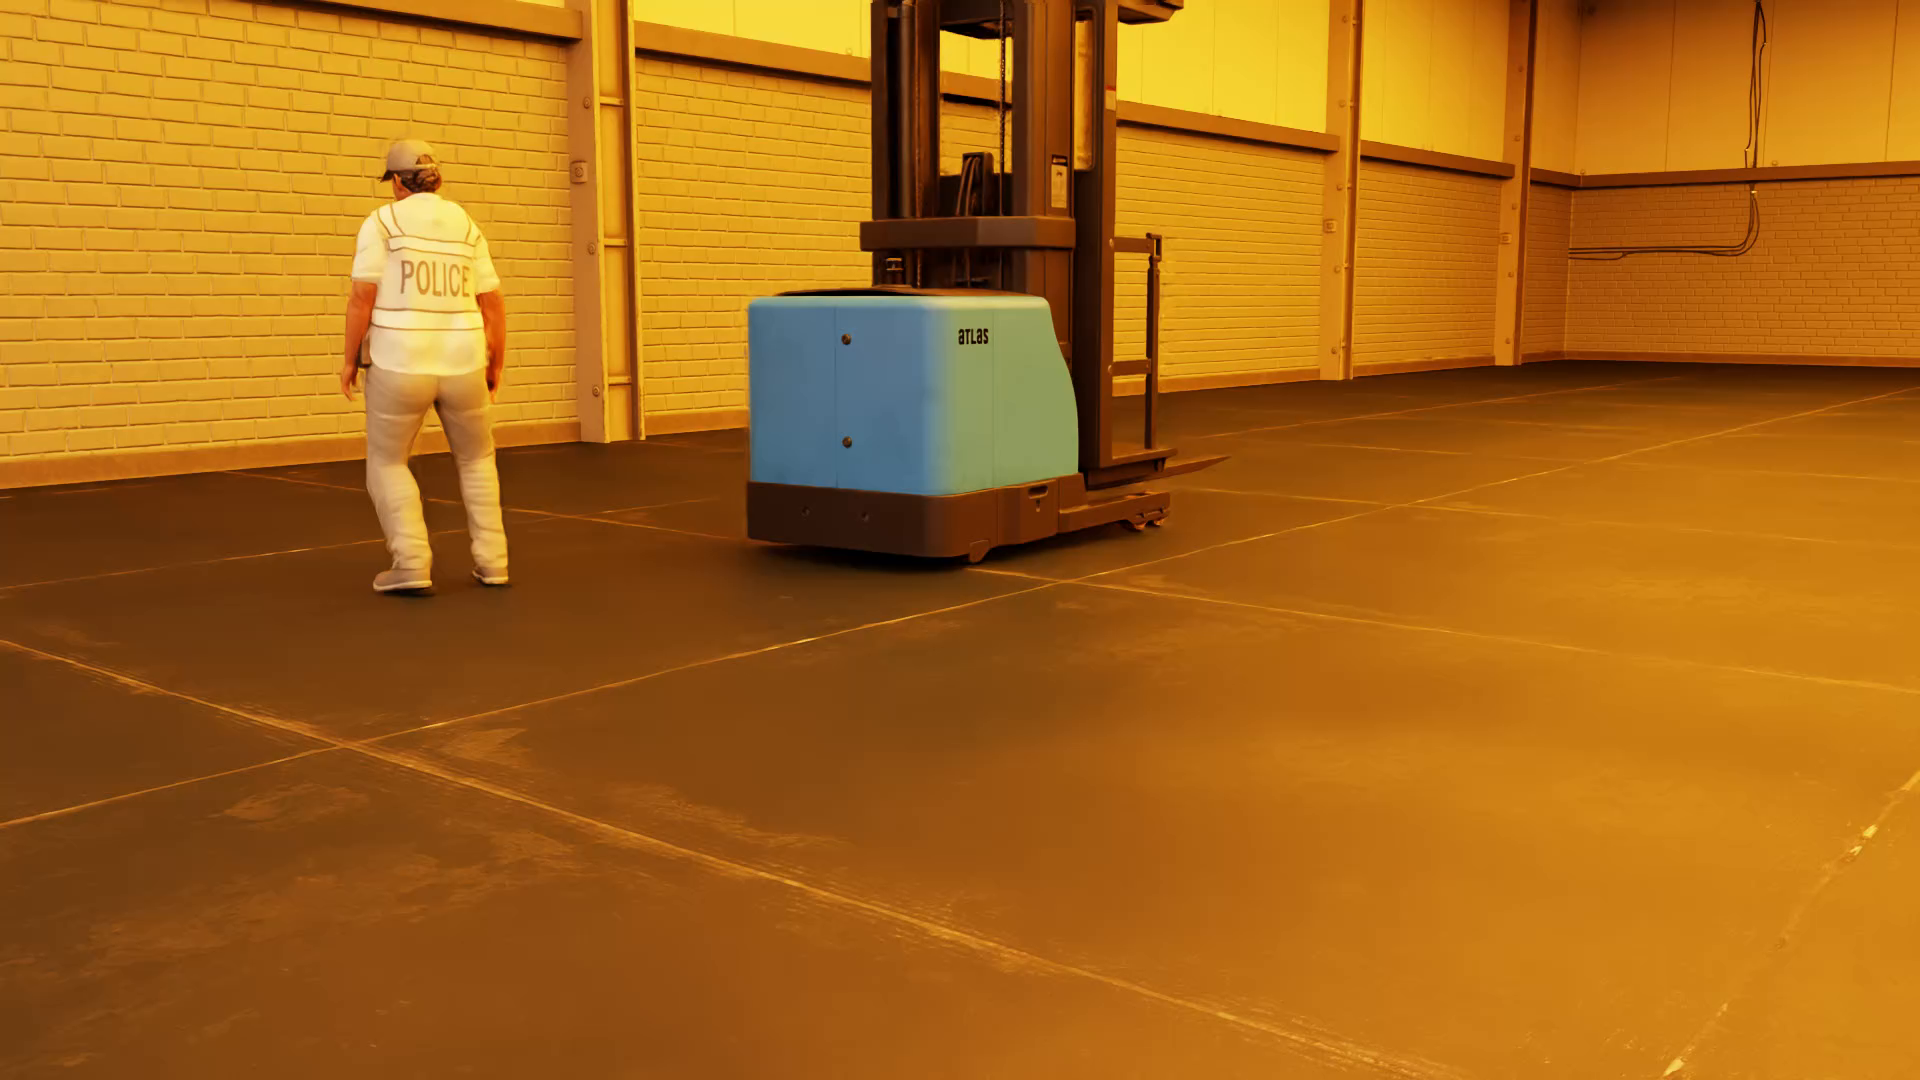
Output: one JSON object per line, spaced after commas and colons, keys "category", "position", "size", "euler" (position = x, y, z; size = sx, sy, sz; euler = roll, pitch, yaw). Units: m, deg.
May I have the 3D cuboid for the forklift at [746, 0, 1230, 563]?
{"category": "forklift", "position": [0.340, -1.529, 7.729], "size": [1.130, 2.935, 3.031], "euler": [6, 10, 33]}

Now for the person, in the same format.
{"category": "person", "position": [-1.936, -0.630, 6.069], "size": [0.603, 1.638, 0.427], "euler": [-6, 11, -38]}
